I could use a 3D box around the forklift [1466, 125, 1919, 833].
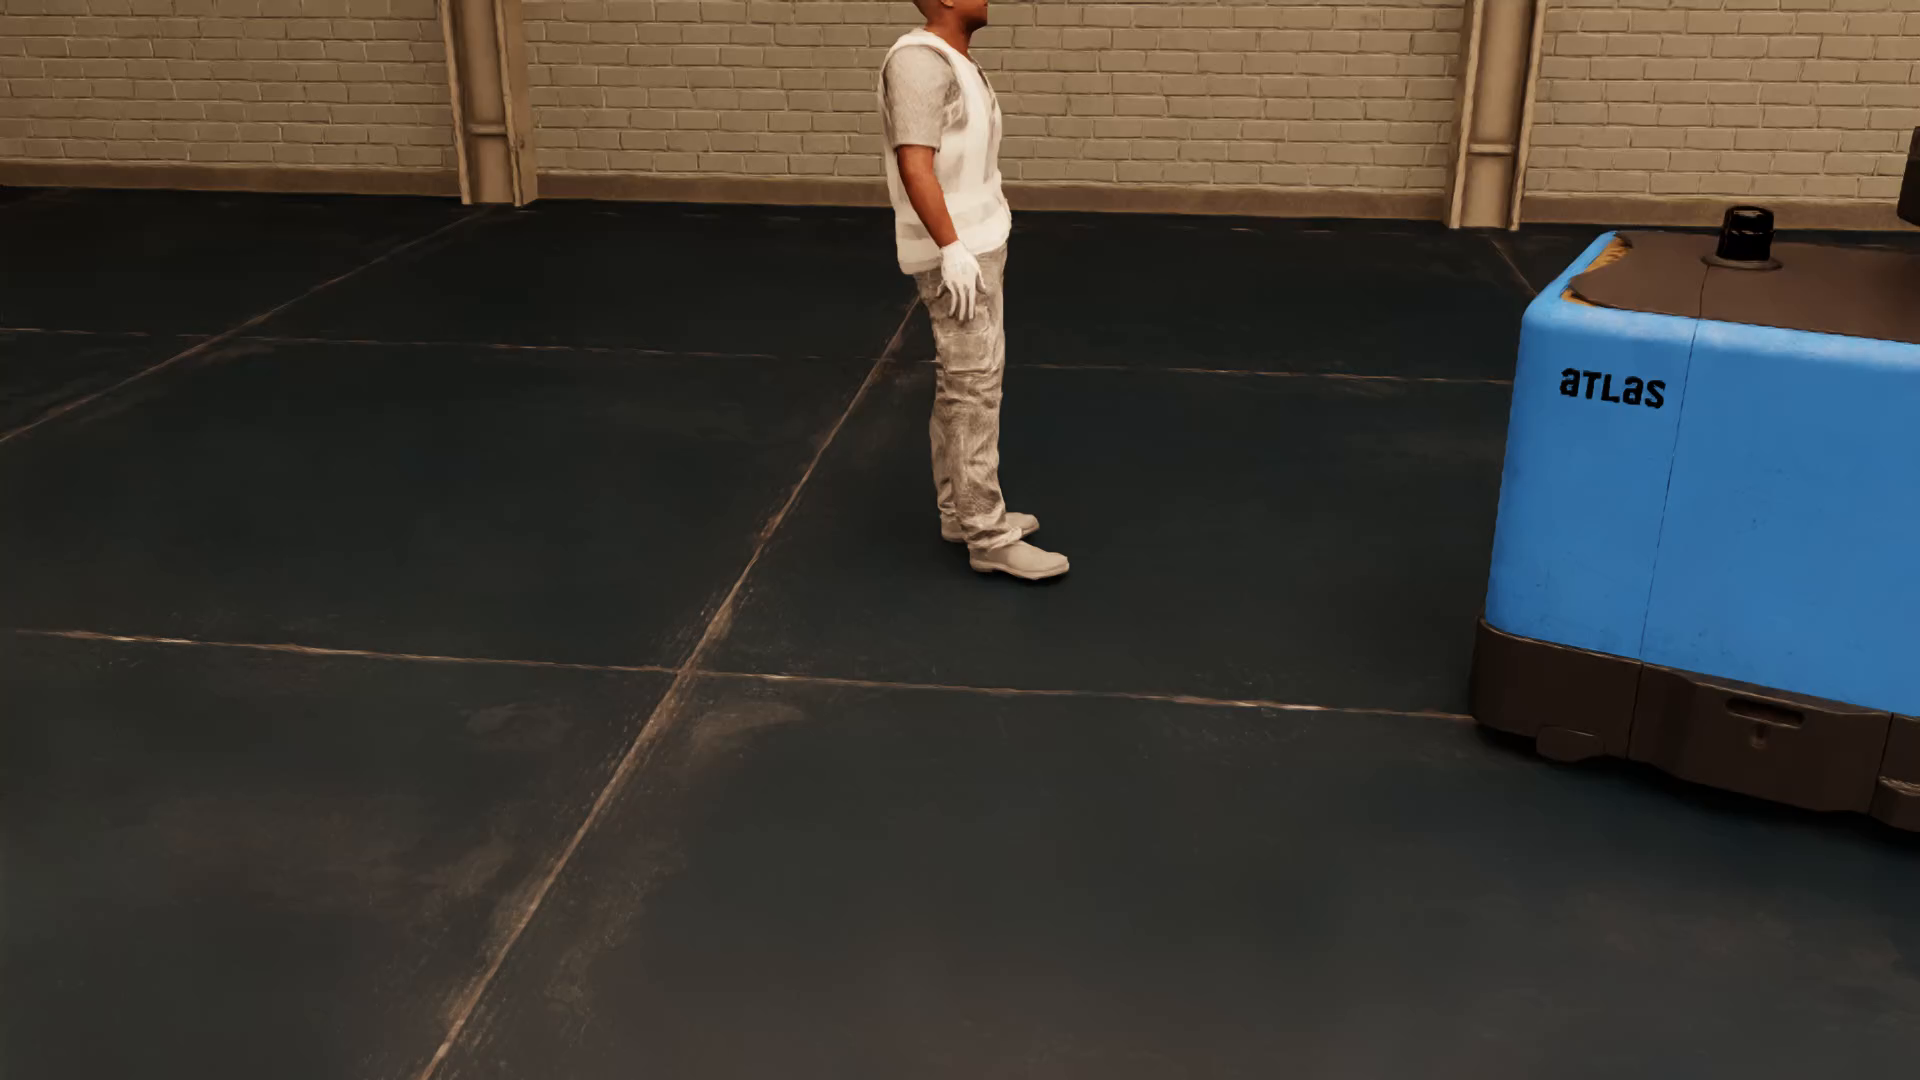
[{"bbox_3d":[2.750,-0.761,3.142,3.031,2.935,1.130,12,25,27],"label":"forklift"}]

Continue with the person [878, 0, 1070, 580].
[{"bbox_3d":[0.071,-0.827,4.826,0.576,1.782,0.655,3,22,7],"label":"person"}]
